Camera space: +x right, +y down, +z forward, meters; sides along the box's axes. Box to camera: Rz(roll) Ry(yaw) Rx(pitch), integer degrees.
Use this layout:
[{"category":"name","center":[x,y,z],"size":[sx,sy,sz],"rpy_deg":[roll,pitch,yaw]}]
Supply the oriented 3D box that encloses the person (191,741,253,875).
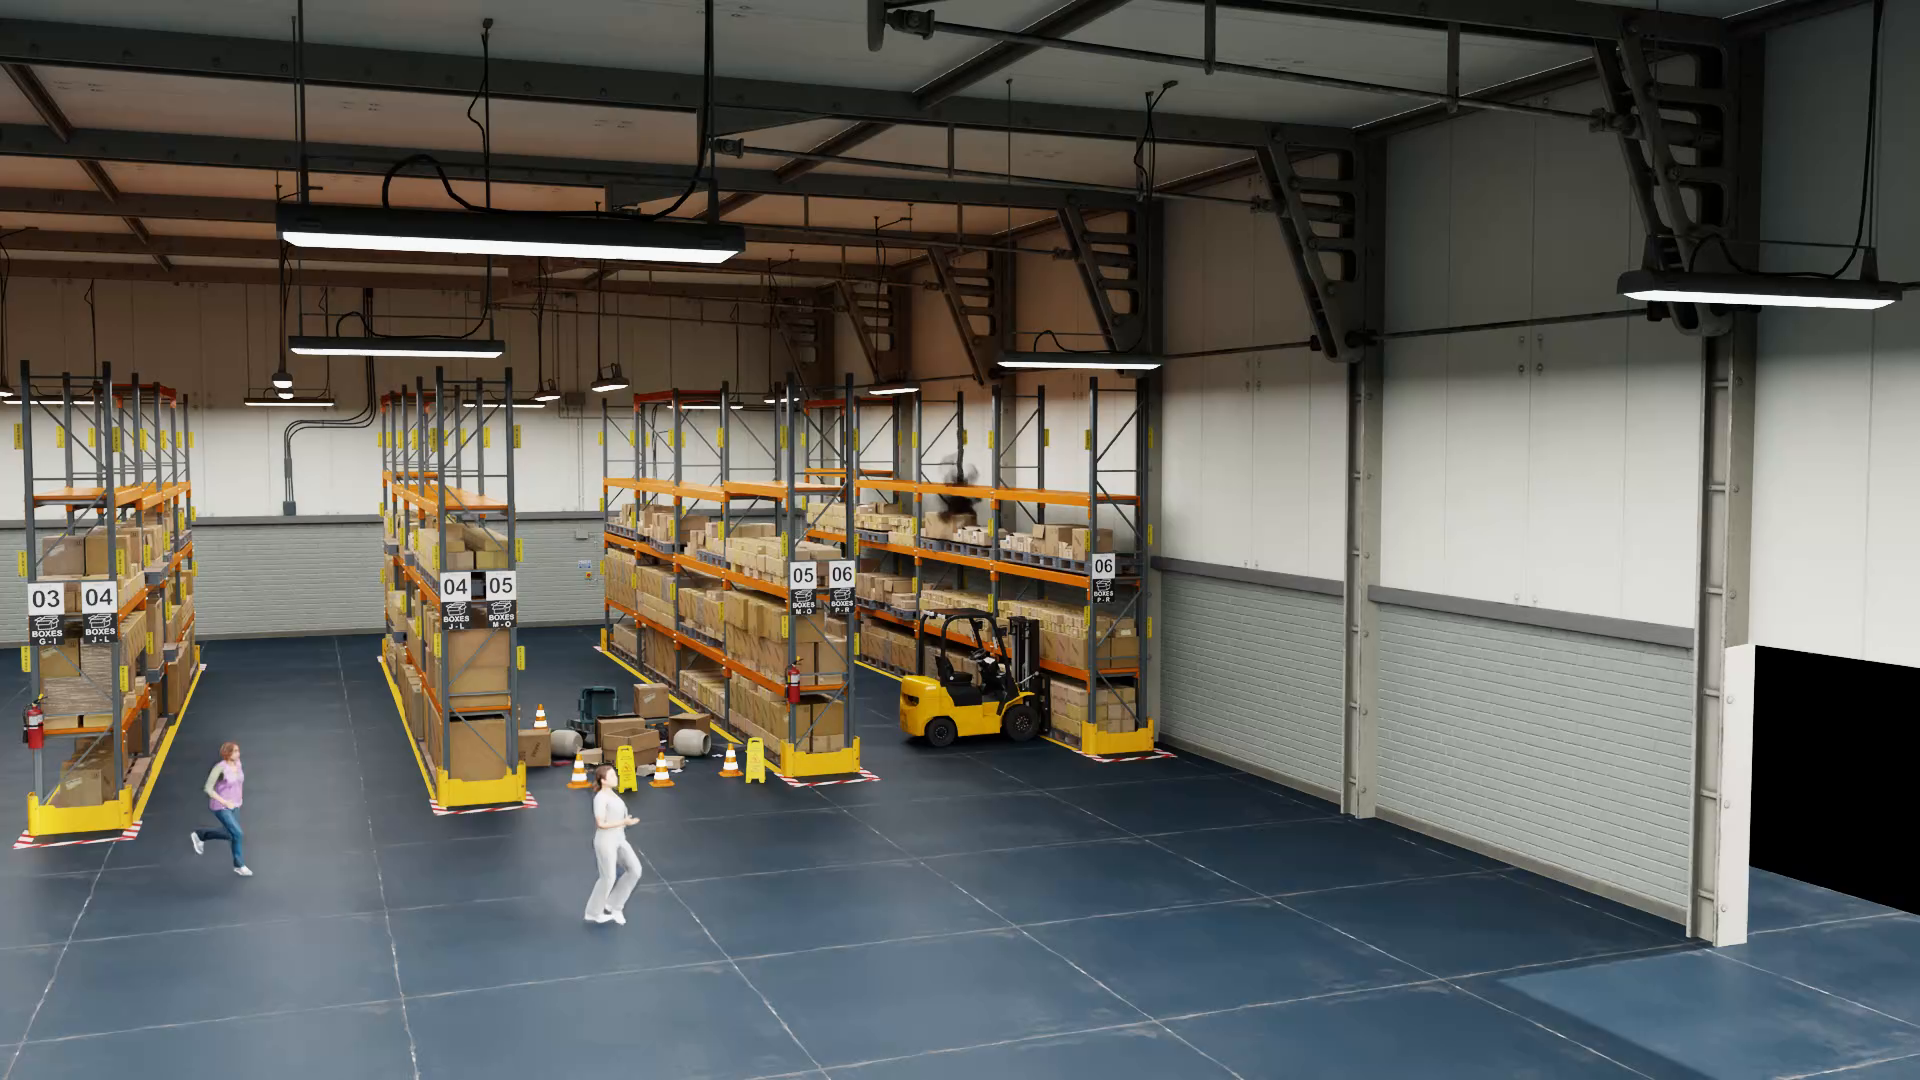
[{"category":"person","center":[-8.538,3.092,19.174],"size":[0.768,1.576,0.554],"rpy_deg":[1,4,11]}]

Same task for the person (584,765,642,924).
[{"category":"person","center":[-3.565,3.143,17.113],"size":[0.642,1.678,0.546],"rpy_deg":[1,4,14]}]
